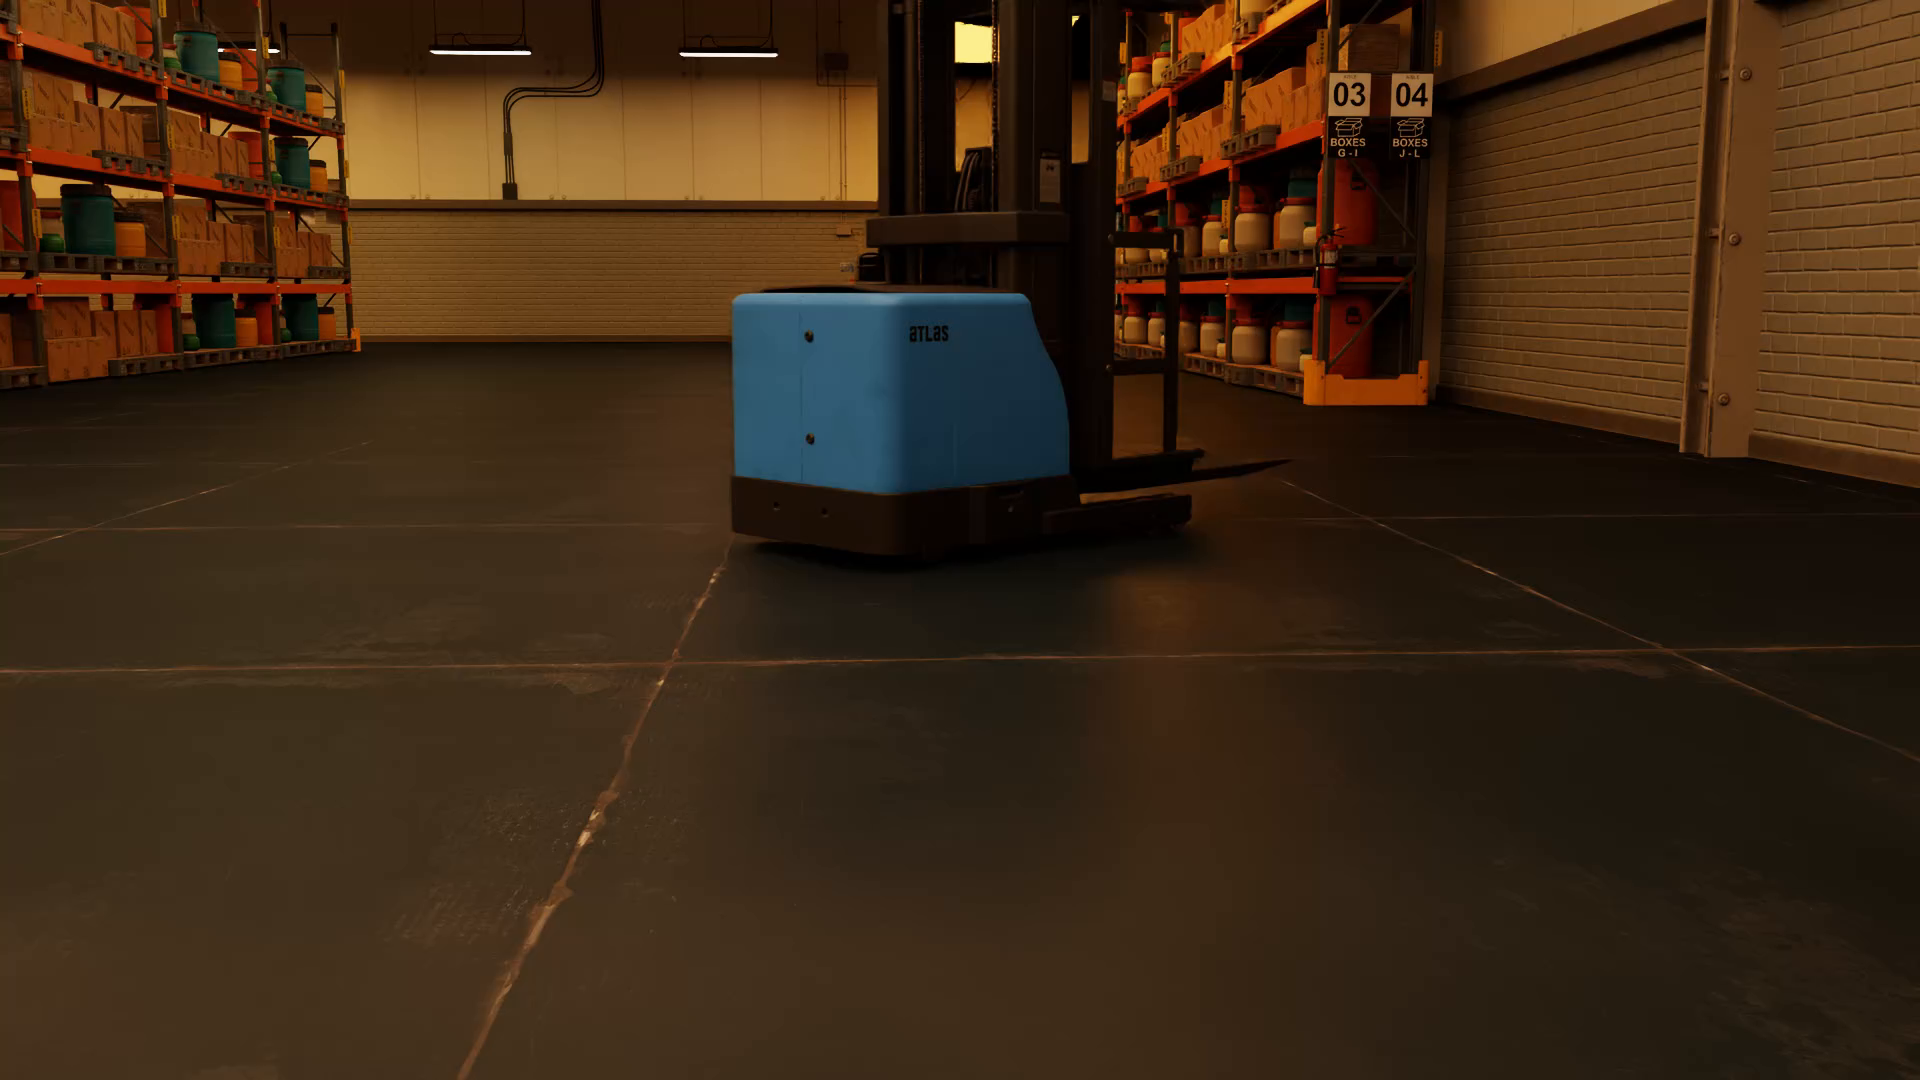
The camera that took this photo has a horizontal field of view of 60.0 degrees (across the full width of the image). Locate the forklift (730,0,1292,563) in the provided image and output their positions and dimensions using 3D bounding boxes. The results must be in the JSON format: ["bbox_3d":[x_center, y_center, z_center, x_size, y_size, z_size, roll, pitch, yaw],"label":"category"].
[{"bbox_3d":[0.420,-1.523,7.586,1.130,2.935,3.031,8,12,44],"label":"forklift"}]
